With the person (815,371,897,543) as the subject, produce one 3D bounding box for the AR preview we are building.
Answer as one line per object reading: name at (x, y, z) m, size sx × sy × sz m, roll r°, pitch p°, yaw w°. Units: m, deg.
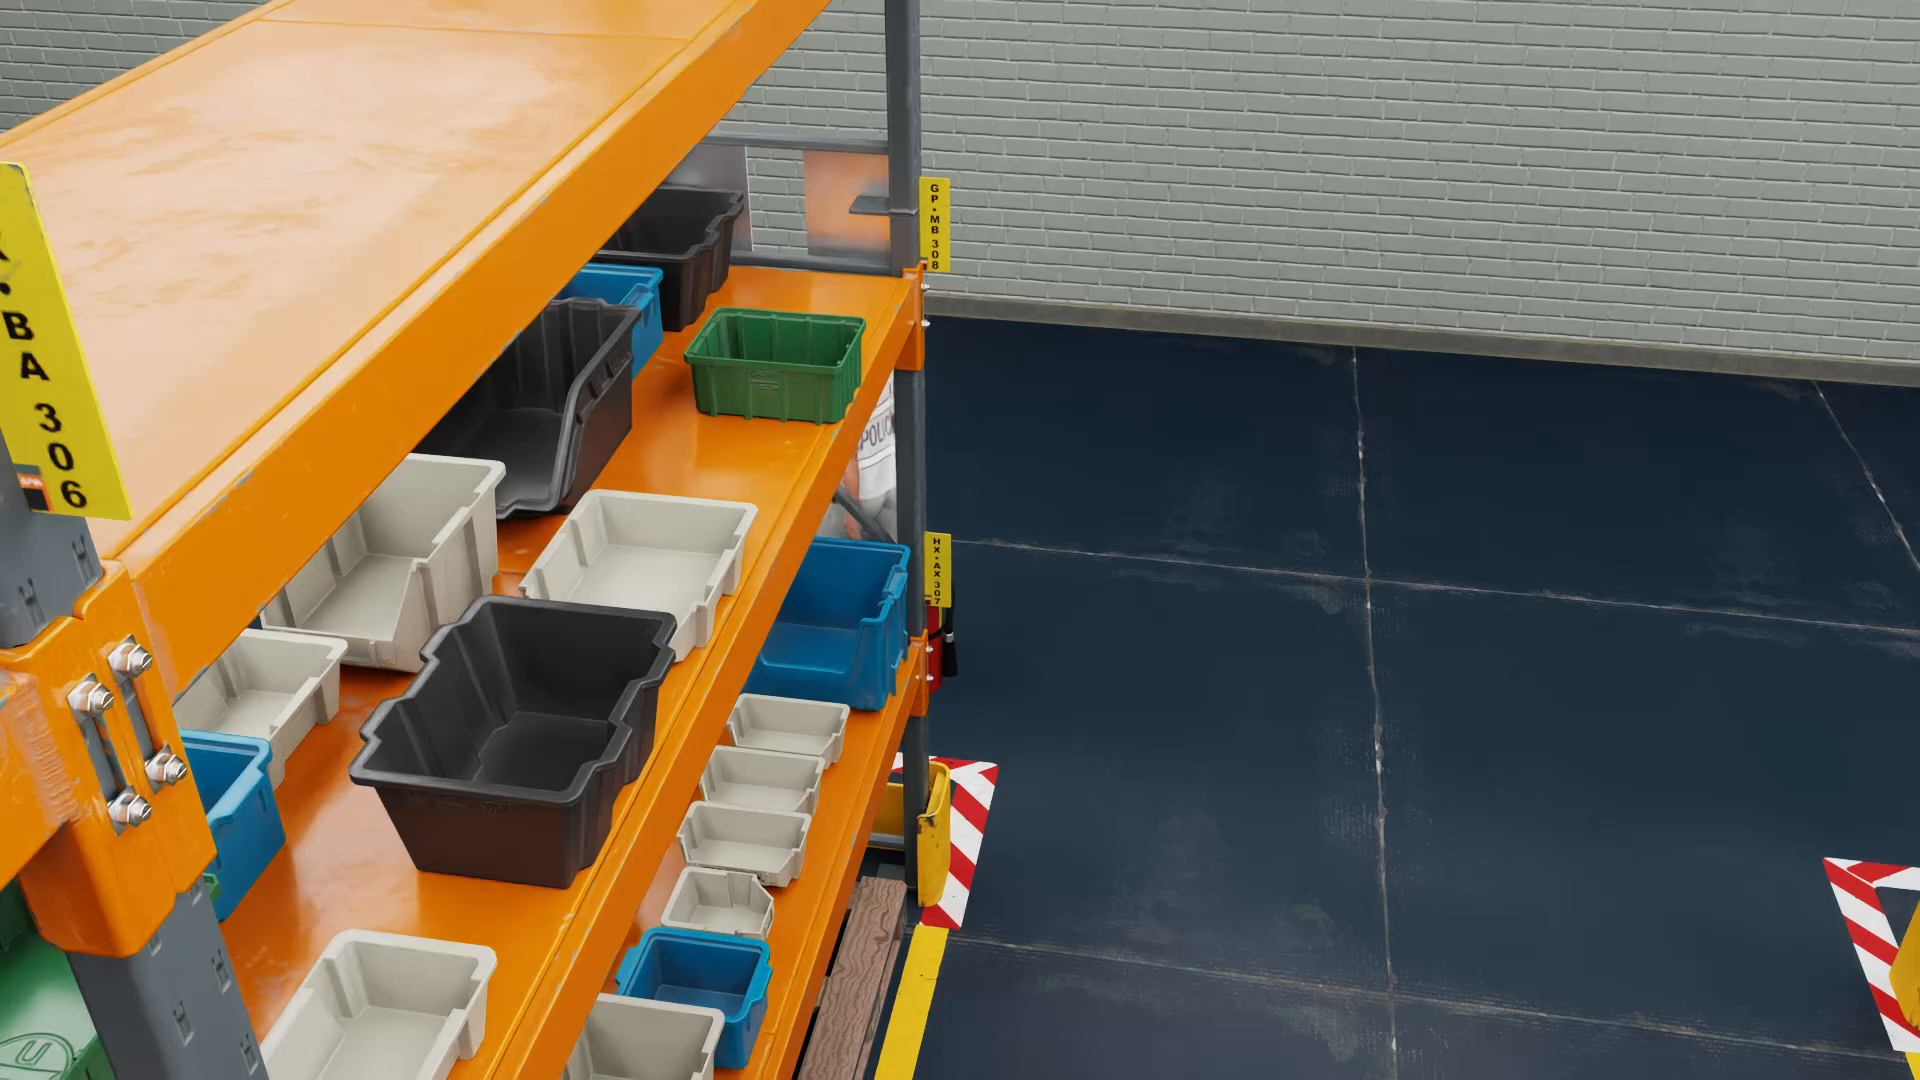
person at (-0.520, -0.310, 8.215) m, size 0.912 × 1.723 × 0.569 m, roll 22°, pitch 38°, yaw 31°
